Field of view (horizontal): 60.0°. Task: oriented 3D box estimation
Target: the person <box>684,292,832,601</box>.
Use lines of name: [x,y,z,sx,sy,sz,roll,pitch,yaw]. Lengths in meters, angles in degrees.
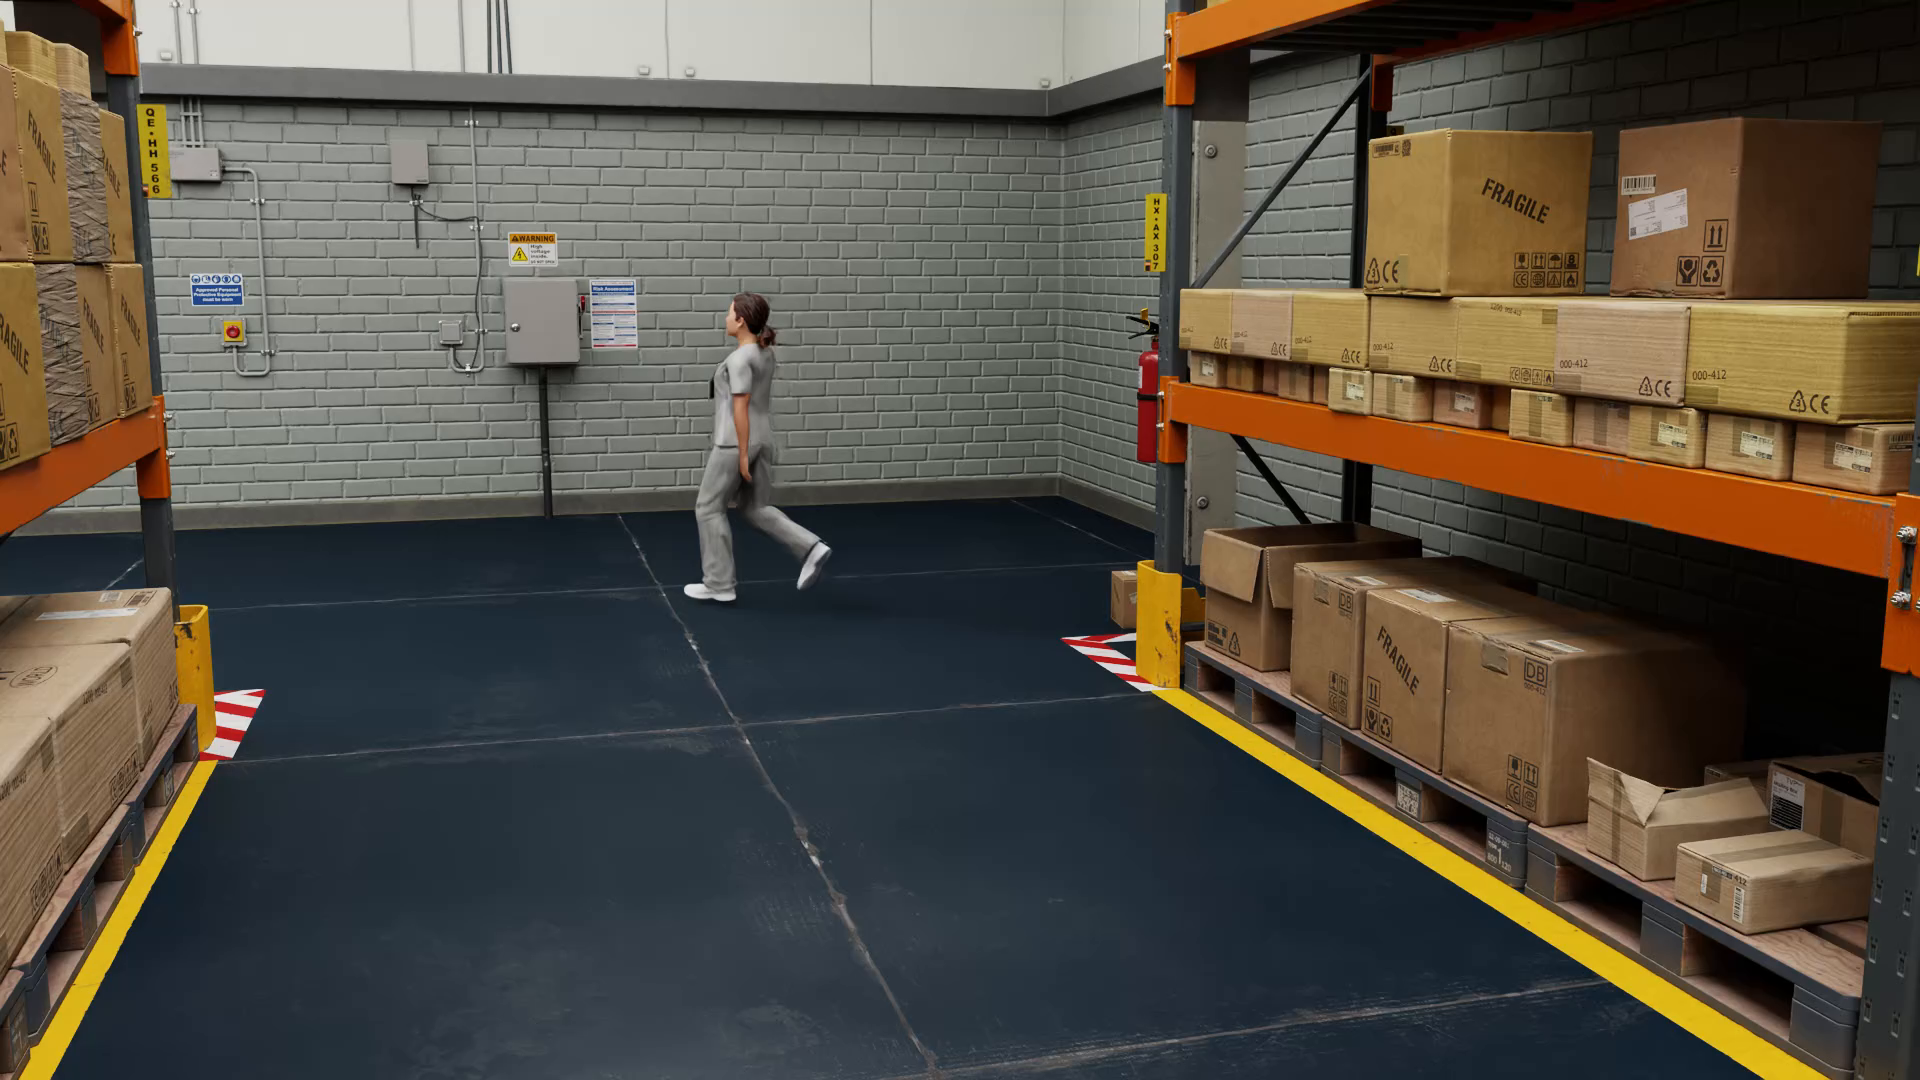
person: [-1.089,-0.483,8.785,0.820,1.635,0.434,4,10,23]
